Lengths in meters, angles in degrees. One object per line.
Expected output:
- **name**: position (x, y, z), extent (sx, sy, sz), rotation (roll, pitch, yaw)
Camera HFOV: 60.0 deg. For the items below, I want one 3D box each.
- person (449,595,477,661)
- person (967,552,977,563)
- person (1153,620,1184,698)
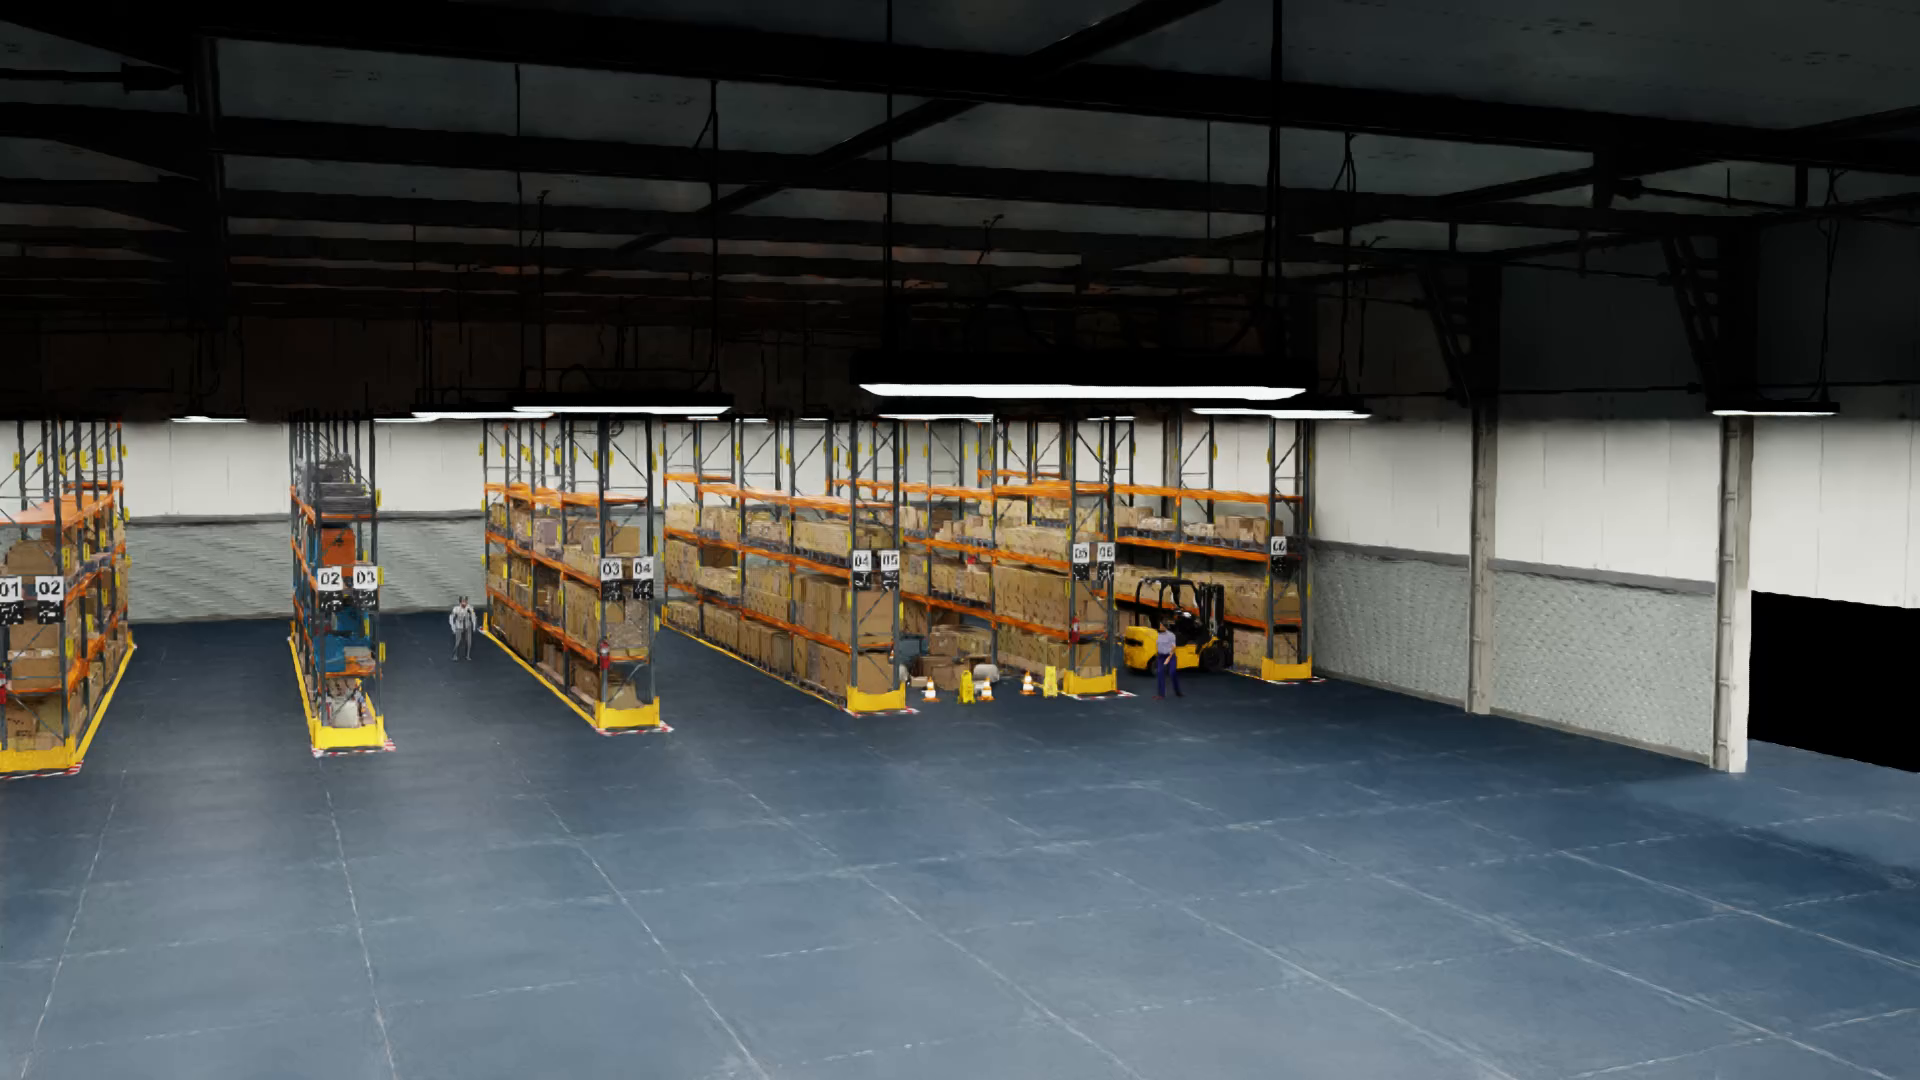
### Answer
- **person**: position (-11.951, 2.117, 39.996), extent (0.639, 1.628, 0.506), rotation (-2, 4, -25)
- **person**: position (0.436, 1.124, 53.451), extent (0.570, 1.713, 0.718), rotation (3, 5, 39)
- **person**: position (4.348, 2.476, 34.748), extent (0.518, 1.633, 0.688), rotation (3, 5, 40)
